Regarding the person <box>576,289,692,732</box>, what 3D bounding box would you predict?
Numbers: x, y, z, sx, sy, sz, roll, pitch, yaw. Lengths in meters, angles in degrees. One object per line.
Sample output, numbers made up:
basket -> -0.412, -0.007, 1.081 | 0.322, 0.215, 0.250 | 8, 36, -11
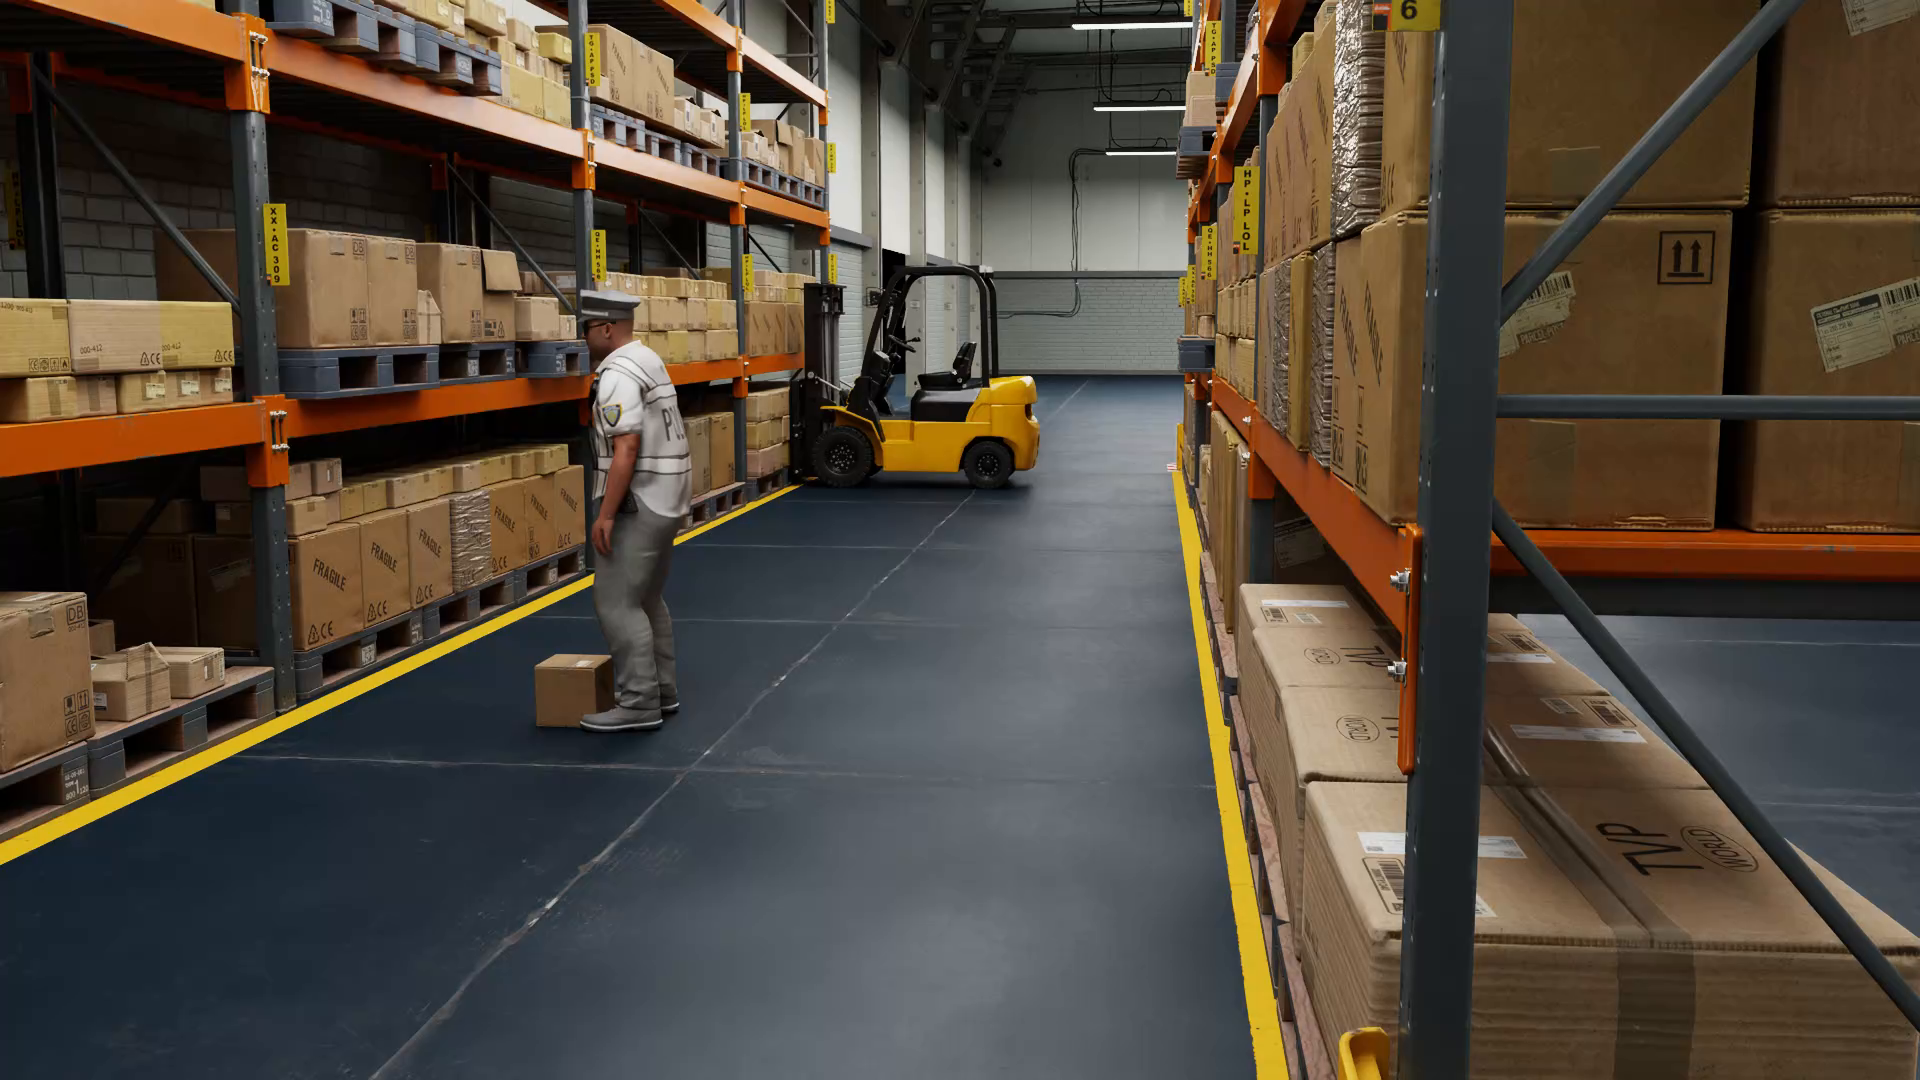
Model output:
person -> -1.303, -0.124, 6.688 | 0.429, 1.751, 0.604 | 0, 8, 4
